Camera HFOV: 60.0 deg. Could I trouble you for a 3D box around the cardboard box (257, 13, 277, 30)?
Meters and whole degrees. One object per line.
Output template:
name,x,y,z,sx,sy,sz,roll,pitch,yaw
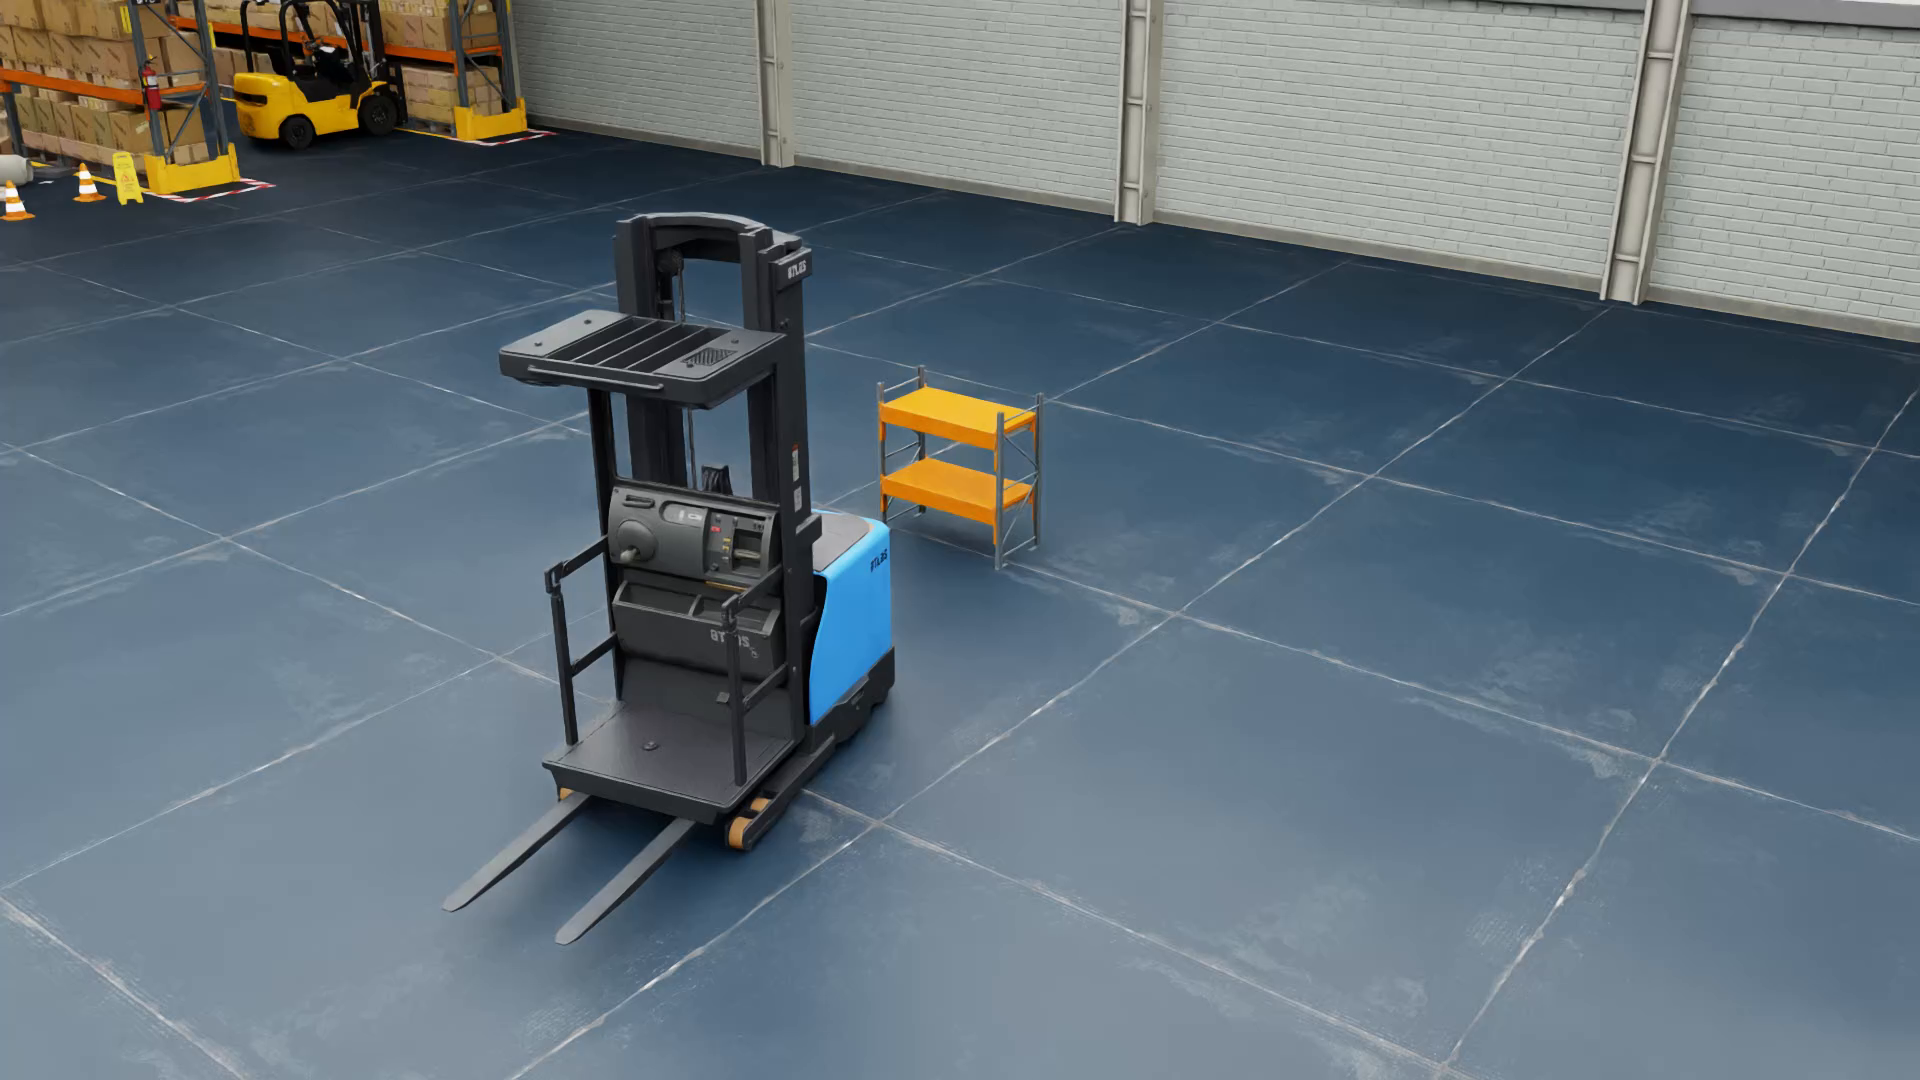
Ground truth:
cardboard box,-11.579,-8.856,28.315,0.500,0.250,0.500,17,29,33

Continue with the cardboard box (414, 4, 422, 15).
cardboard box,-8.251,-8.271,25.873,0.250,0.149,0.380,17,29,34

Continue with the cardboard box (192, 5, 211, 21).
cardboard box,-13.206,-9.357,29.451,0.500,0.250,0.500,16,28,32

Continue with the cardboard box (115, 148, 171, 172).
cardboard box,-11.214,-5.246,22.825,0.500,0.250,0.500,17,29,33

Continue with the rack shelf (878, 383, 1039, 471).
rack shelf,-0.005,-0.784,11.409,1.000,0.278,0.538,17,29,33

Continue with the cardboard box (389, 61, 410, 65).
cardboard box,-9.191,-7.568,26.854,0.500,0.250,0.500,16,28,32

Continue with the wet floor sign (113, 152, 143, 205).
wet floor sign,-10.876,-4.729,21.683,0.267,0.644,0.232,-15,28,-30

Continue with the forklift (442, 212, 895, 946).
forklift,-1.424,0.005,8.103,1.130,2.935,3.031,10,26,21

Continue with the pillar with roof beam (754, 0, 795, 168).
pillar with roof beam,-5.210,-8.165,19.120,0.400,9.000,9.100,17,29,33

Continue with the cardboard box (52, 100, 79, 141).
cardboard box,-12.428,-5.961,23.517,0.500,0.500,0.500,19,30,36

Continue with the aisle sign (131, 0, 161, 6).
aisle sign,-10.511,-7.279,21.325,0.004,0.787,0.394,17,29,33

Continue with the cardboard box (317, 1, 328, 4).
cardboard box,-10.308,-8.886,27.269,0.250,0.149,0.380,18,29,34

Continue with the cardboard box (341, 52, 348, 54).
cardboard box,-10.103,-8.102,28.068,0.500,0.250,0.500,17,29,34

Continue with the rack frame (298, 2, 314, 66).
rack frame,-10.613,-8.767,27.928,0.127,3.000,1.000,17,29,33

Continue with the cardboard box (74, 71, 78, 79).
cardboard box,-12.025,-6.480,23.048,0.250,0.149,0.380,17,29,33

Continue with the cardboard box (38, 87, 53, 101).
cardboard box,-12.800,-6.336,23.564,0.250,0.149,0.380,18,30,35

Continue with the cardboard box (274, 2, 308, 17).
cardboard box,-11.159,-8.964,27.940,0.500,0.250,0.500,16,28,32

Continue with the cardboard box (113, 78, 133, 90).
cardboard box,-11.083,-6.130,22.253,0.250,0.149,0.380,16,29,33

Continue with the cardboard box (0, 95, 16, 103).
cardboard box,-15.143,-6.621,25.795,0.625,0.372,0.950,18,29,35

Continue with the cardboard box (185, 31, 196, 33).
cardboard box,-14.650,-9.509,31.387,0.250,0.149,0.380,15,28,31

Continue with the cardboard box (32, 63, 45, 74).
cardboard box,-12.886,-6.700,23.549,0.250,0.149,0.380,18,29,35

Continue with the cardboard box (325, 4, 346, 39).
cardboard box,-9.988,-8.501,27.199,0.500,0.500,0.500,17,29,34

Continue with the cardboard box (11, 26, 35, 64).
cardboard box,-12.986,-7.037,23.507,0.500,0.500,0.500,17,29,33

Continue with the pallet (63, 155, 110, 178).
pallet,-12.048,-5.443,23.842,1.213,0.211,1.003,17,29,33

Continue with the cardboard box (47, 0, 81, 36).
cardboard box,-11.796,-7.105,22.423,0.500,0.500,0.700,16,29,33

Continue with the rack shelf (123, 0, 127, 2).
rack shelf,-11.987,-7.725,22.734,4.000,0.370,1.077,17,29,33

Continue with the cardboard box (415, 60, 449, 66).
cardboard box,-8.479,-7.613,26.957,0.500,0.250,0.500,17,29,33

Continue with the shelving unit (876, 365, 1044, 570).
shelving unit,-0.005,-0.516,11.527,1.048,1.125,0.538,17,29,33

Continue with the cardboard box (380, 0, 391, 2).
cardboard box,-8.907,-8.574,26.191,0.250,0.149,0.380,17,29,34

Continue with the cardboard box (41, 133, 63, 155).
cardboard box,-12.843,-5.744,23.955,0.500,0.250,0.500,19,30,36

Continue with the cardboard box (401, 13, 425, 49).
cardboard box,-8.373,-8.008,26.082,0.500,0.500,0.500,18,29,35

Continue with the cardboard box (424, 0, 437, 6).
cardboard box,-8.041,-8.347,25.677,0.250,0.149,0.380,17,29,33

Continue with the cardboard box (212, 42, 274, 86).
cardboard box,-12.795,-8.529,29.812,0.625,0.625,0.875,18,29,35

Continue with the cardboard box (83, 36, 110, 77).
cardboard box,-11.384,-6.544,22.390,0.500,0.500,0.500,17,29,33

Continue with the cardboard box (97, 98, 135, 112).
cardboard box,-11.518,-5.948,22.685,0.250,0.149,0.380,18,29,35

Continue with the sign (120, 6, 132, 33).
sign,-10.735,-6.698,21.403,0.005,0.325,0.100,17,29,33

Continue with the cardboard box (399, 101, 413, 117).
cardboard box,-8.765,-6.993,26.790,0.500,0.250,0.500,17,29,34

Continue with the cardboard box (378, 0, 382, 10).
cardboard box,-9.045,-8.528,26.456,0.250,0.149,0.380,17,29,33

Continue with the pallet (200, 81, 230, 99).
pallet,-13.178,-8.247,30.205,1.213,0.211,1.003,17,29,33

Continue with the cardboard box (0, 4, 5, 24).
cardboard box,-13.365,-7.628,23.609,0.500,0.500,0.700,16,29,33

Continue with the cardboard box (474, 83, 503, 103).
cardboard box,-7.664,-7.143,26.512,0.500,0.250,0.500,17,29,34

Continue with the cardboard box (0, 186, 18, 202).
cardboard box,-12.646,-4.558,21.911,0.380,0.149,0.250,-10,26,-21

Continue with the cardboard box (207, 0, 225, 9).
cardboard box,-12.797,-9.455,29.054,0.500,0.250,0.500,16,28,32

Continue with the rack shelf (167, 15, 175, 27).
rack shelf,-15.414,-9.889,31.366,4.000,0.370,1.077,17,29,33
